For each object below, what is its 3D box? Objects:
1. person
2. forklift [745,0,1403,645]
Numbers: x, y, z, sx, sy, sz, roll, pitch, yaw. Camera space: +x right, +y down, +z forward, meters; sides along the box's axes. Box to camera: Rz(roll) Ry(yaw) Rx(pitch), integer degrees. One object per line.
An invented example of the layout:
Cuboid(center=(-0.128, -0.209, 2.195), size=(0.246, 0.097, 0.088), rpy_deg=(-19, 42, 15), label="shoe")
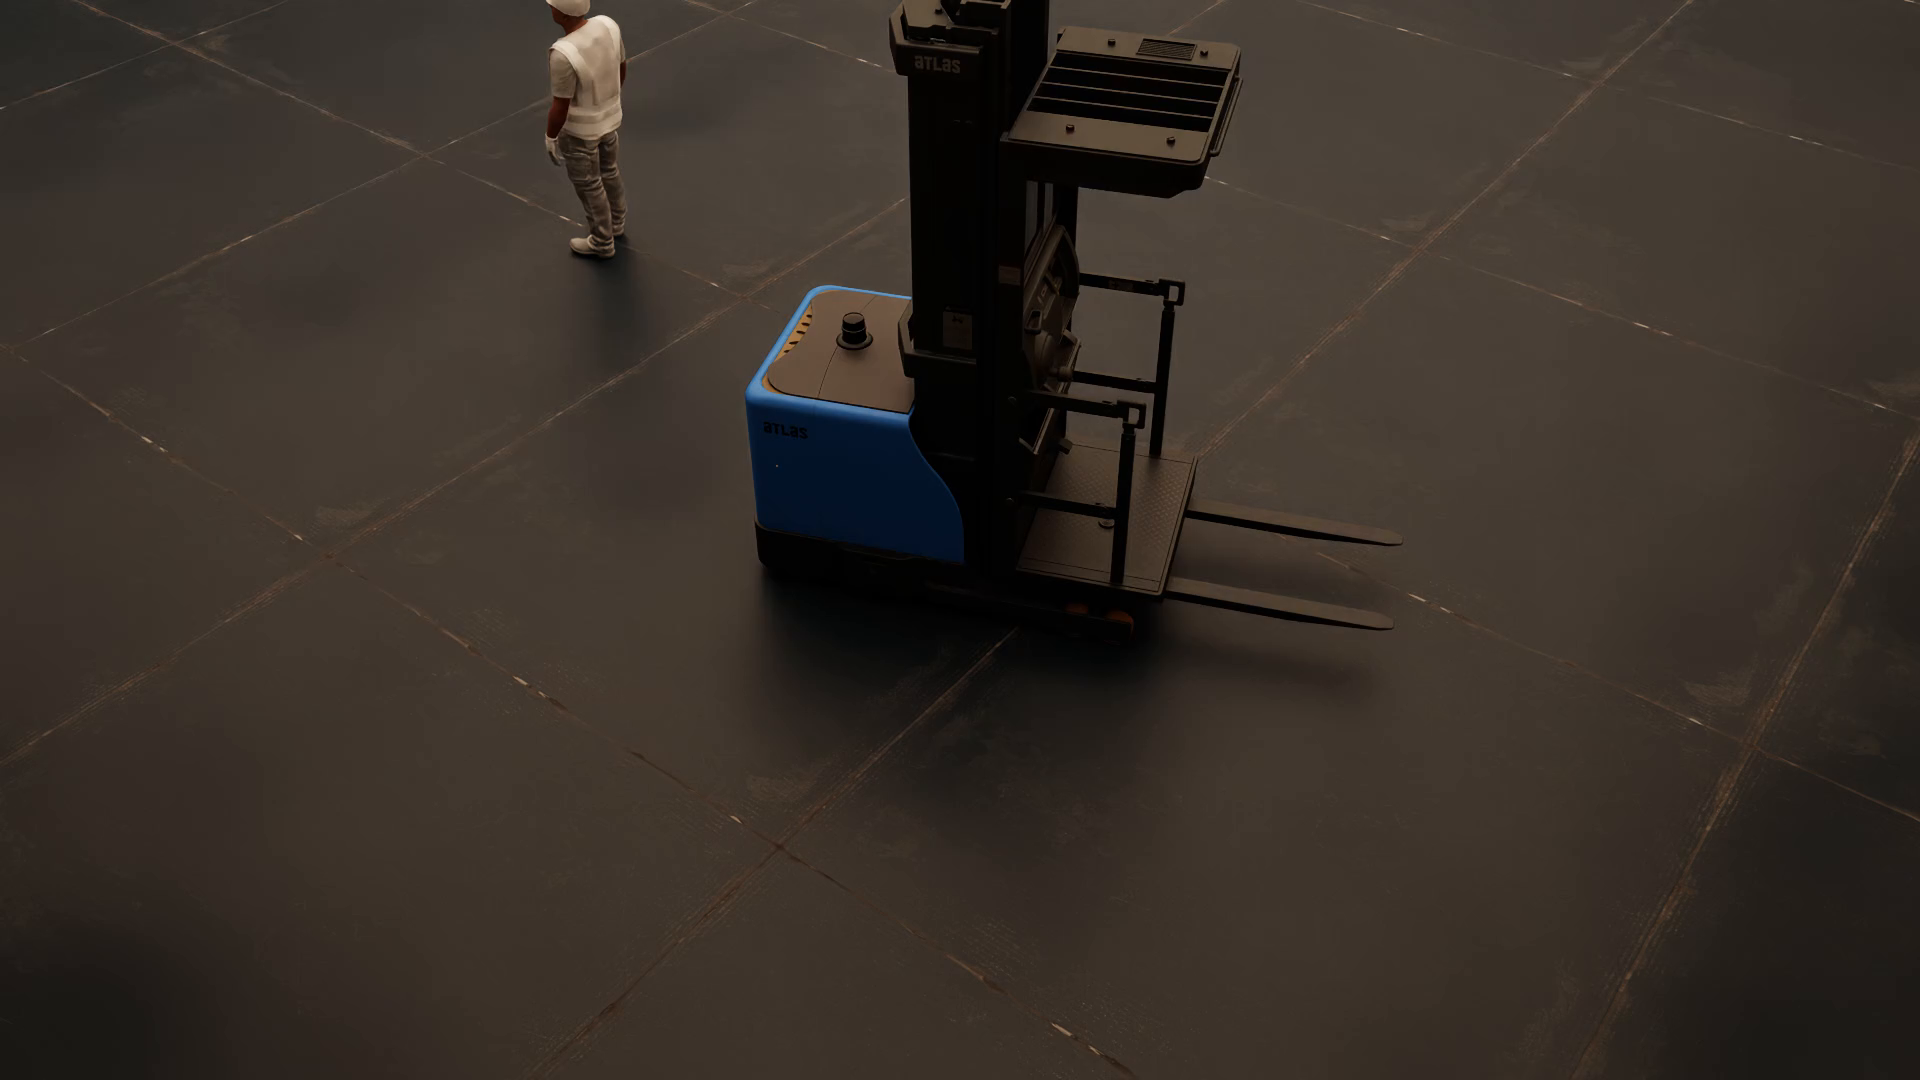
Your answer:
Cuboid(center=(-2.270, -2.501, 9.882), size=(0.577, 1.782, 0.656), rpy_deg=(20, 44, 22), label="person")
Cuboid(center=(0.587, -1.011, 7.260), size=(3.031, 2.935, 1.130), rpy_deg=(10, 41, 12), label="forklift")
